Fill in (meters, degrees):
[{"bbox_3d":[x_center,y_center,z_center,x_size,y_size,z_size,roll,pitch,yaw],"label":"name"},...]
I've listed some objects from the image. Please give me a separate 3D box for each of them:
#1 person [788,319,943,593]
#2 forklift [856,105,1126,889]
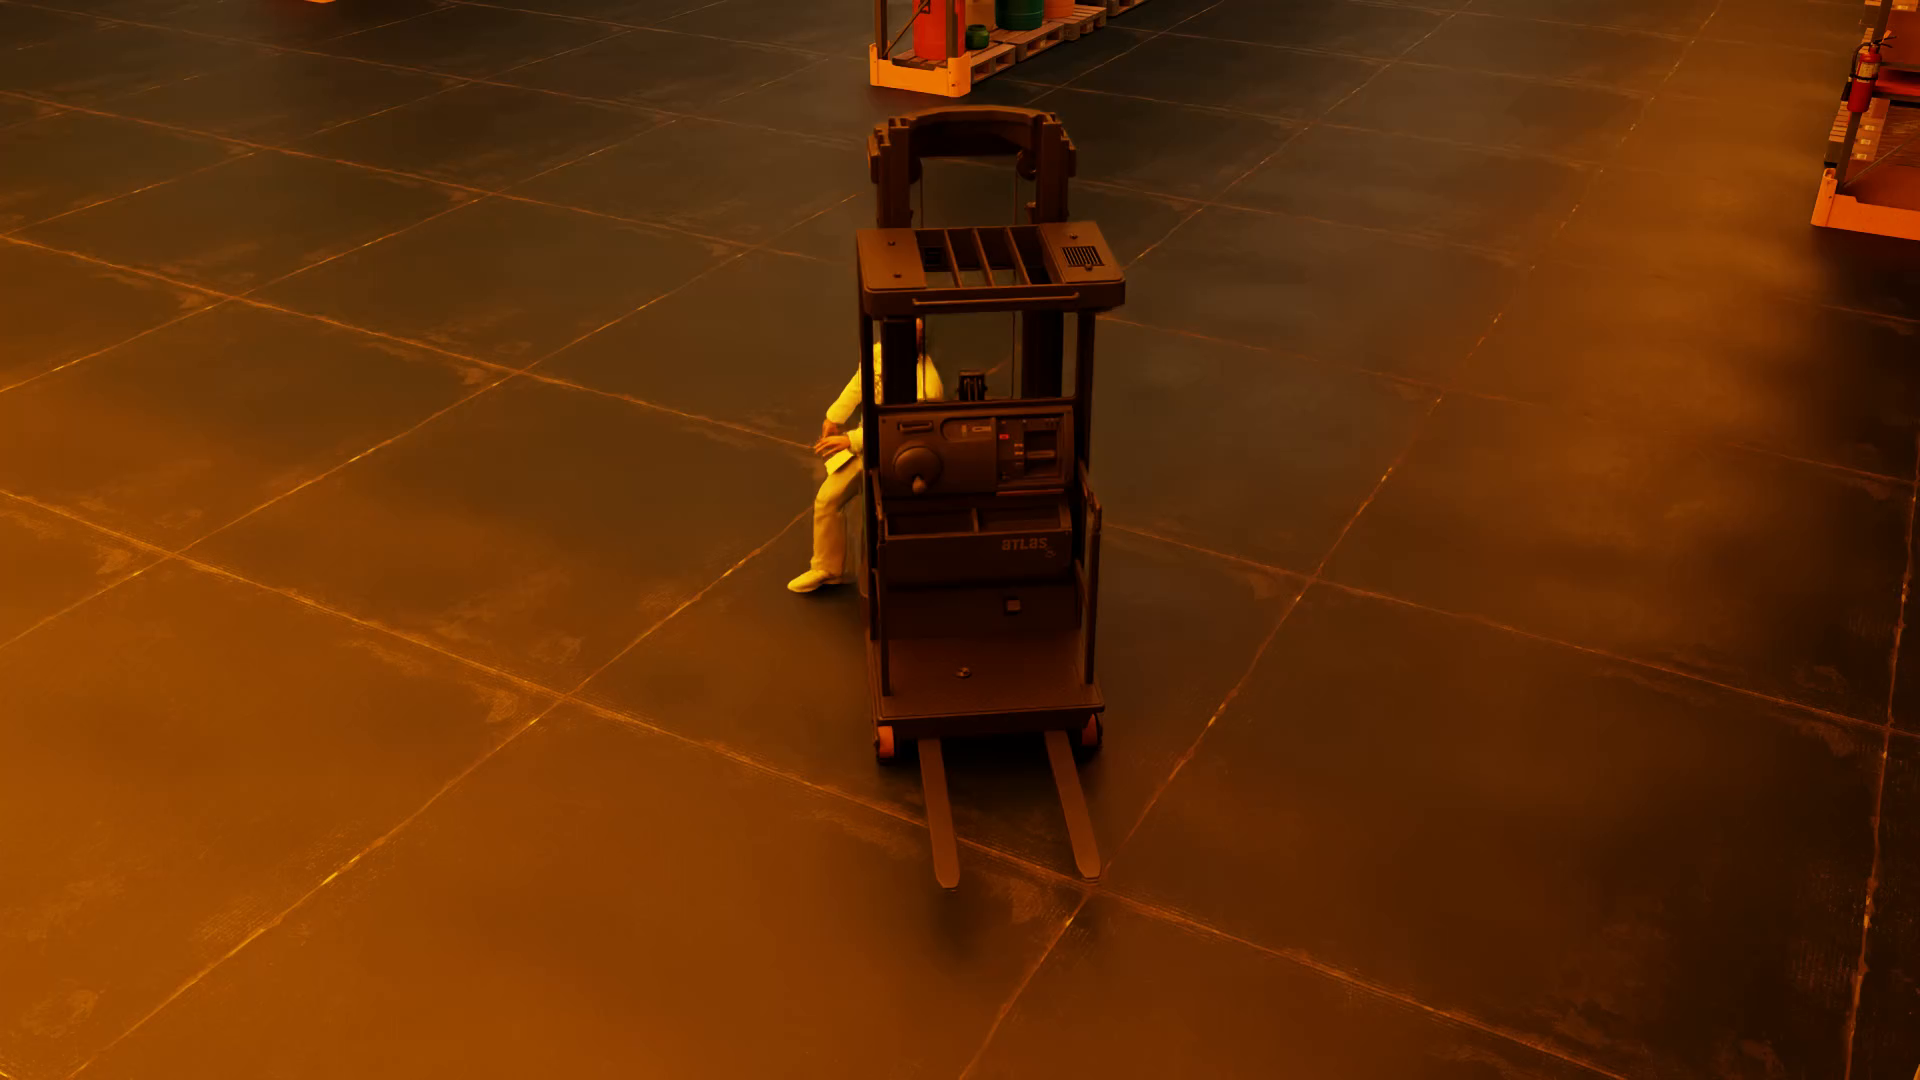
[{"bbox_3d":[-0.454,-0.433,9.092,0.910,1.662,0.928,23,37,34],"label":"person"},{"bbox_3d":[0.105,-0.377,7.724,1.130,2.935,3.031,-3,30,-5],"label":"forklift"}]
